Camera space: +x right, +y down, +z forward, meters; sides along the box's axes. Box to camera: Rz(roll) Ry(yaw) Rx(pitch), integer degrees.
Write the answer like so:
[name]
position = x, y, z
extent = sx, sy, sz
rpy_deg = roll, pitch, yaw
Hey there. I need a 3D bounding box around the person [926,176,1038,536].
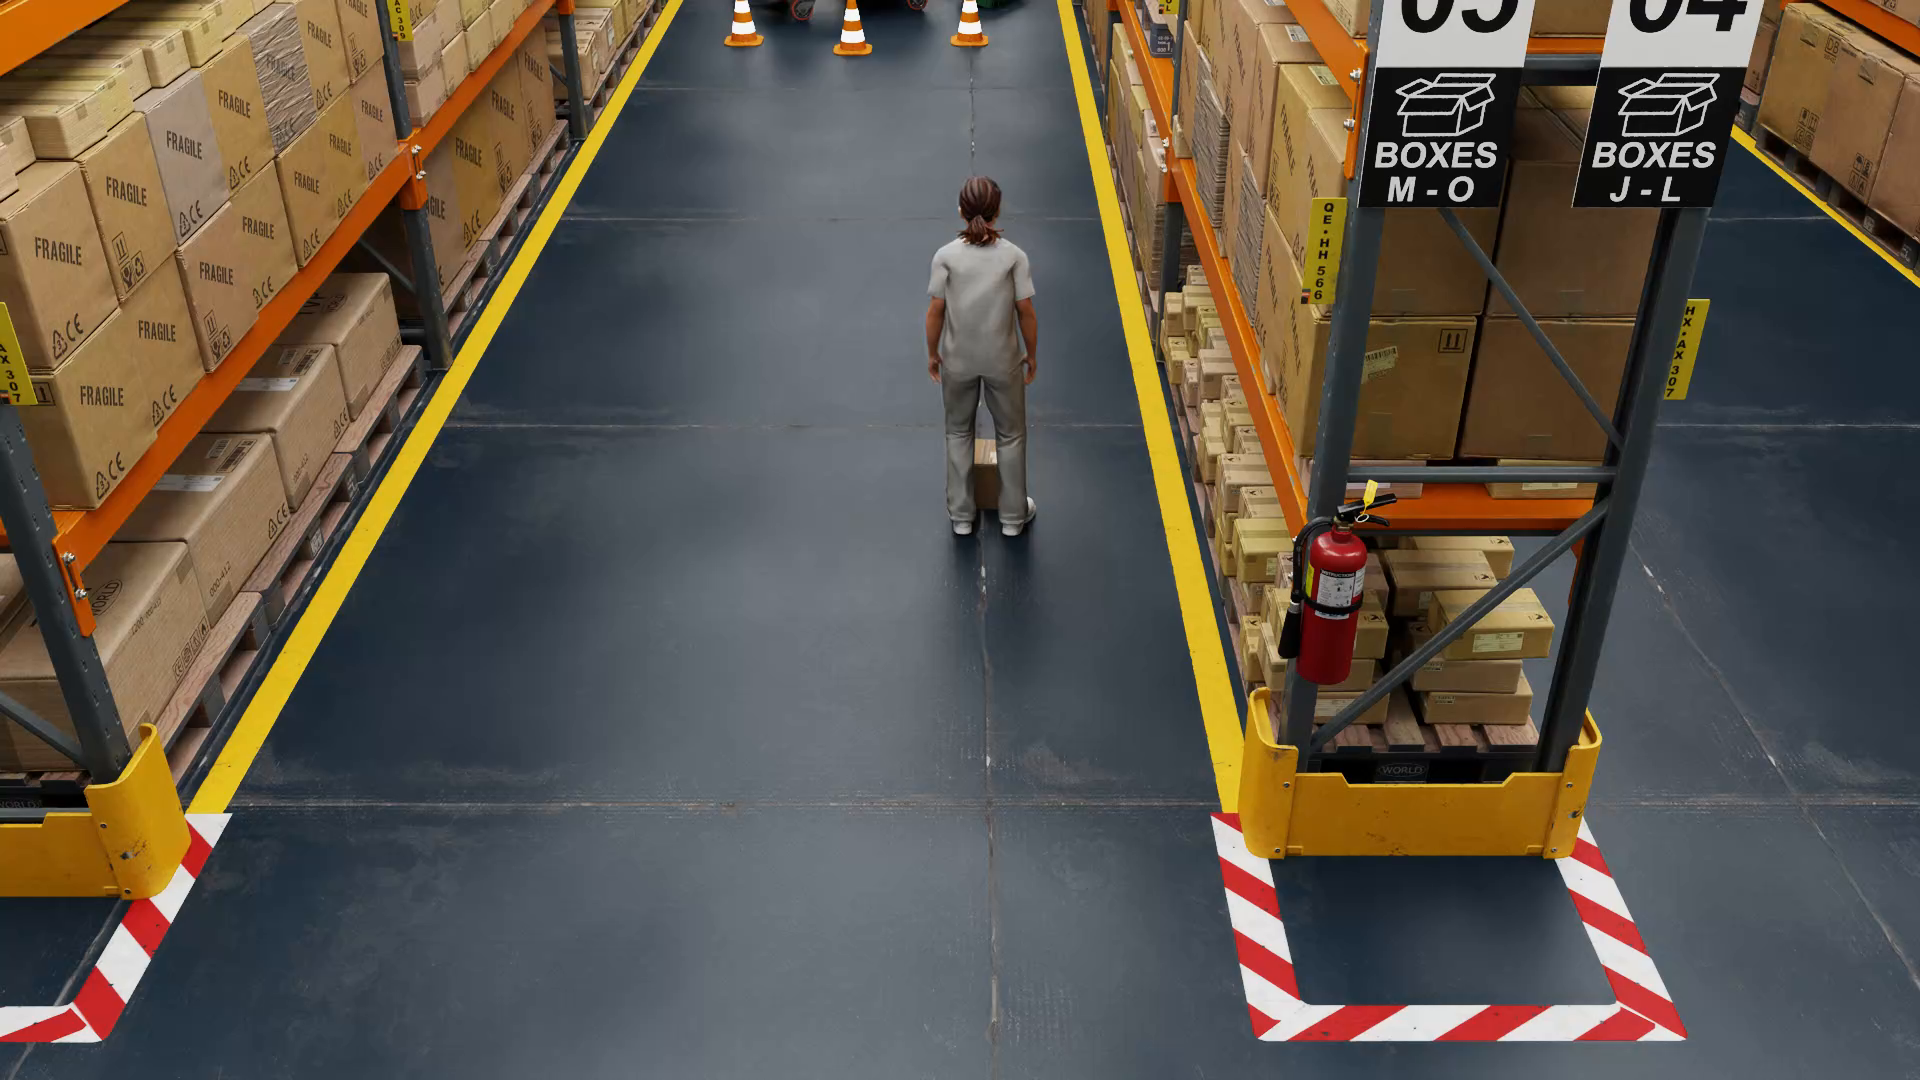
[person]
position = 0.102, -0.792, 7.422
extent = 0.501, 1.672, 0.350
rpy_deg = 2, 32, 4
